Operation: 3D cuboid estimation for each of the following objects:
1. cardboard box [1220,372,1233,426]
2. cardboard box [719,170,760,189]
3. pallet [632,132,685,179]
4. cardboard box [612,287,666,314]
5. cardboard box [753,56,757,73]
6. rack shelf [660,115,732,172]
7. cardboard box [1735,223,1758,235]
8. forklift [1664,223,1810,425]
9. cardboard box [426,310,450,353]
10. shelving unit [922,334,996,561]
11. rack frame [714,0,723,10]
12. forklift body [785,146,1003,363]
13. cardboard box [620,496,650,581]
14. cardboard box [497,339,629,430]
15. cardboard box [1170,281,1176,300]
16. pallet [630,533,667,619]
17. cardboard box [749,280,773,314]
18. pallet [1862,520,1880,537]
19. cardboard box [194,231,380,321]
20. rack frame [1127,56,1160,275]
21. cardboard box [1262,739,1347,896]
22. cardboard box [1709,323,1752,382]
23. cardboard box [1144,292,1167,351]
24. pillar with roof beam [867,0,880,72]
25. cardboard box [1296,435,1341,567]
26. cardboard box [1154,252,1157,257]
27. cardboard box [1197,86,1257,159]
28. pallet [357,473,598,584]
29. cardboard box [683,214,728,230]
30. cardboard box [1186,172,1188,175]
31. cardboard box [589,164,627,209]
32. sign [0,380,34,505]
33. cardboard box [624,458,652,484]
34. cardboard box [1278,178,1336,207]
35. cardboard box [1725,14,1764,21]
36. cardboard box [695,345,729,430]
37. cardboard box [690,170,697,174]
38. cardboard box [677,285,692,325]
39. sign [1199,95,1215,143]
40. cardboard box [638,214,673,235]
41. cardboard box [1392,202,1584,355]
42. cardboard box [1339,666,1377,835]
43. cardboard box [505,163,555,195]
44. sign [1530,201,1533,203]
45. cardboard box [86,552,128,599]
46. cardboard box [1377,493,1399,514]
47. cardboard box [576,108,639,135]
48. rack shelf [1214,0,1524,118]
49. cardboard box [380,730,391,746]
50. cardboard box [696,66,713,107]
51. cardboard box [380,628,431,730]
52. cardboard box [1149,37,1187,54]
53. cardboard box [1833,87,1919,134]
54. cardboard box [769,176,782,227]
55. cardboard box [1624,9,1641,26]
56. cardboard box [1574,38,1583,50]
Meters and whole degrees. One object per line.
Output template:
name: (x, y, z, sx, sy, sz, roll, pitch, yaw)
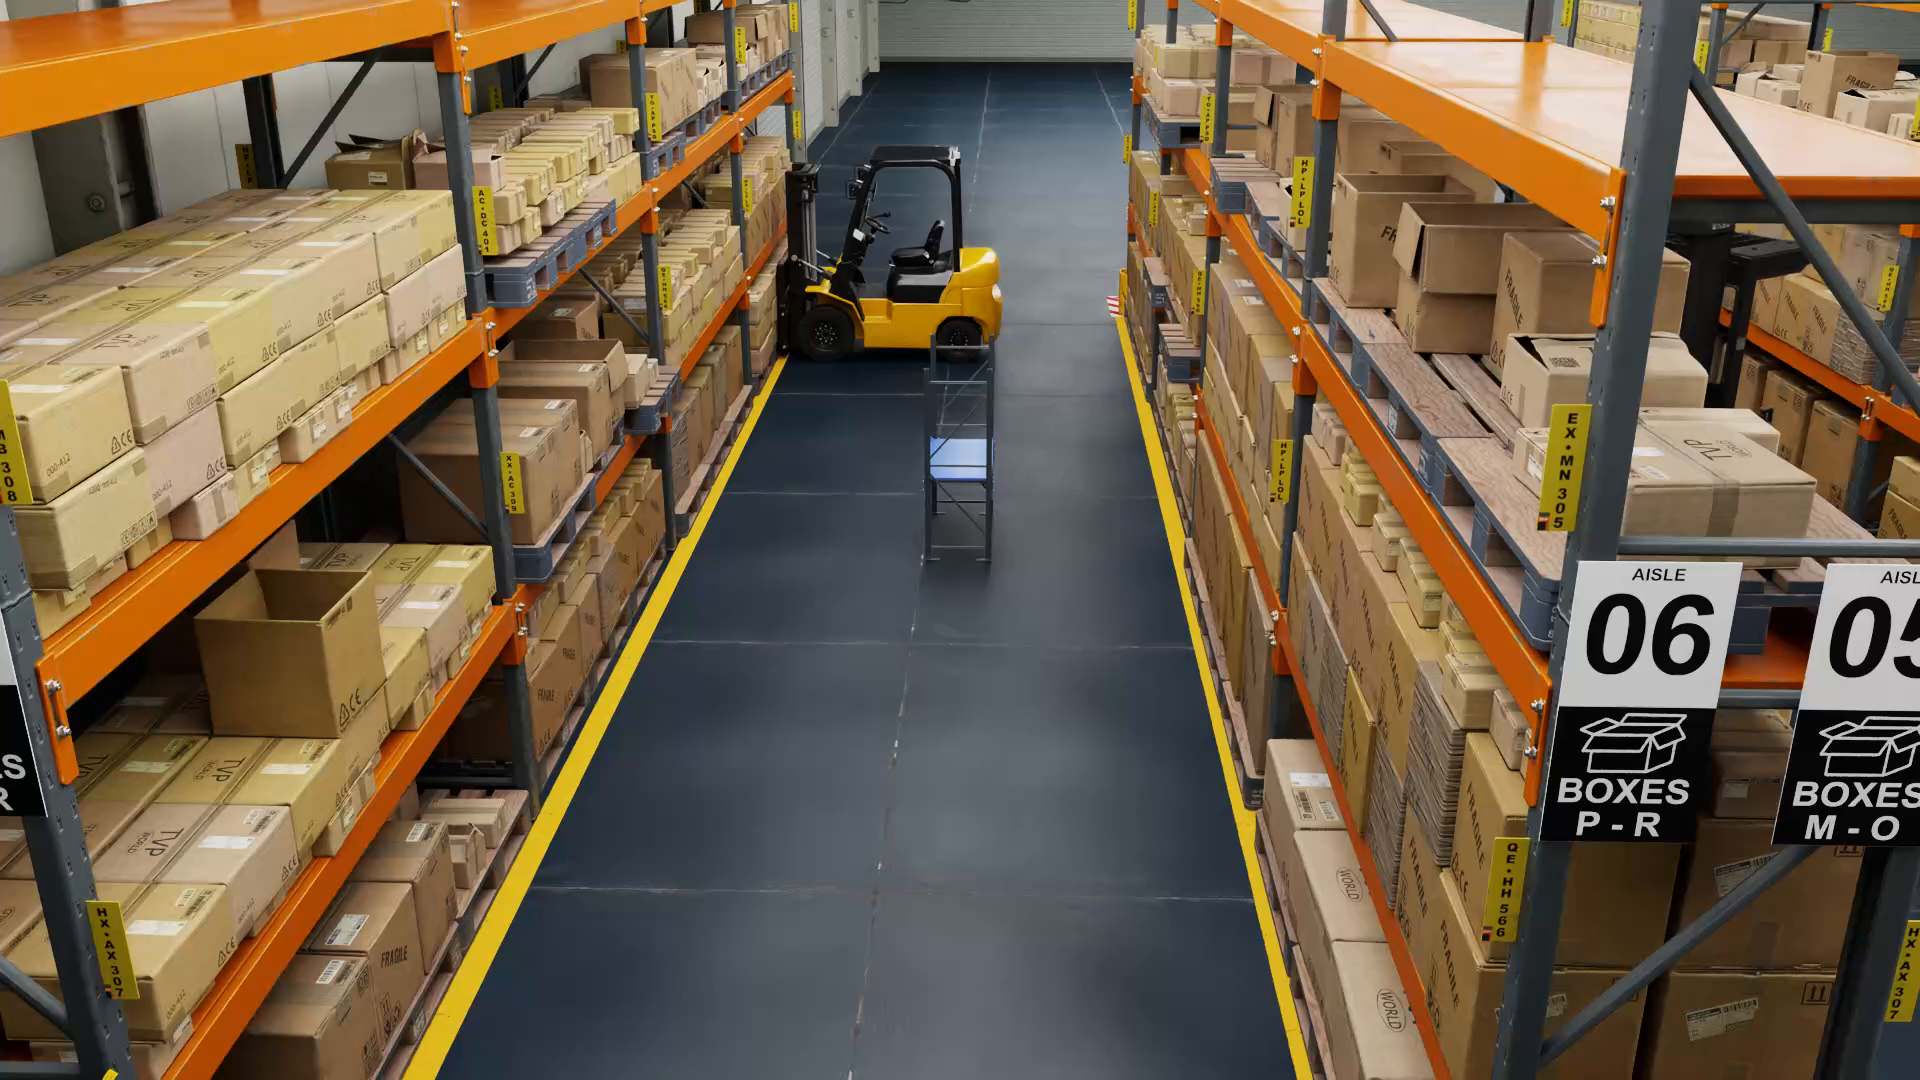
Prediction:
cardboard box: (1.960, -0.898, 10.712, 0.500, 0.250, 0.500, 1, 21, 1)
cardboard box: (-2.240, -3.661, 16.871, 0.380, 0.149, 0.250, 1, 21, 3)
pallet: (-2.764, -2.892, 12.449, 1.213, 0.211, 1.003, 2, 21, 4)
cardboard box: (-2.391, -1.796, 12.476, 0.380, 0.149, 0.250, 1, 21, 3)
cardboard box: (-2.233, -4.742, 16.585, 0.380, 0.149, 0.250, 1, 21, 3)
rack shelf: (-2.634, -3.212, 13.739, 0.919, 0.124, 3.809, 1, 21, 2)
cardboard box: (7.316, -2.857, 14.726, 0.700, 0.500, 0.500, 0, 21, 1)
forklift: (5.160, -1.116, 11.853, 3.031, 2.935, 1.130, -13, 25, -30)
cardboard box: (-2.543, -0.948, 7.527, 0.380, 0.149, 0.250, 1, 21, 1)
shelving unit: (0.003, -0.730, 12.837, 0.538, 1.500, 1.048, 1, 21, 2)
rack frame: (-2.448, -7.024, 18.692, 0.949, 2.616, 0.053, 1, 21, 2)
forklift body: (-0.686, -3.126, 18.113, 2.313, 2.155, 1.214, 1, 21, 2)
cardboard box: (-2.519, -0.029, 11.833, 0.500, 0.500, 0.500, 0, 21, 1)
cardboard box: (-2.560, -0.987, 10.702, 0.797, 0.503, 0.637, 0, 21, 0)
cardboard box: (1.988, -2.139, 14.163, 0.380, 0.149, 0.250, 1, 21, 4)
pallet: (-2.755, 0.235, 12.133, 1.003, 0.211, 1.213, 1, 21, 2)
cardboard box: (-2.219, -2.518, 17.209, 0.500, 0.250, 0.500, 1, 21, 2)
pallet: (7.317, -0.248, 13.376, 1.003, 0.211, 1.213, 1, 21, 2)
cardboard box: (-2.622, -1.037, 6.514, 0.500, 0.250, 0.500, 1, 21, 3)
rack frame: (2.510, -4.174, 19.640, 1.000, 3.000, 0.127, 1, 21, 2)
cardboard box: (2.019, 1.389, 8.264, 0.875, 0.438, 0.875, 0, 21, 1)
cardboard box: (7.410, -1.632, 15.617, 1.050, 0.750, 0.750, 1, 21, 1)
cardboard box: (2.138, -2.208, 16.758, 0.500, 0.500, 0.500, 0, 21, 1)
pillar with roof beam: (1.842, -17.582, 45.903, 9.100, 9.000, 0.400, 1, 21, 2)
cardboard box: (1.888, -0.179, 7.822, 0.500, 0.500, 0.500, 1, 21, 2)
cardboard box: (2.093, -2.730, 16.267, 0.380, 0.149, 0.250, 0, 21, 1)
cardboard box: (2.285, -3.280, 13.047, 0.797, 0.503, 0.637, 1, 21, 2)
pallet: (-2.683, -0.087, 9.372, 1.003, 0.211, 1.213, 1, 21, 2)
cardboard box: (-2.351, -2.911, 15.349, 0.380, 0.149, 0.250, 0, 21, 1)
cardboard box: (2.698, -3.902, 17.007, 0.700, 0.500, 0.500, 0, 21, 0)
cardboard box: (-2.482, -2.294, 10.854, 0.500, 0.250, 0.500, 1, 21, 2)
sign: (-2.396, -0.242, 4.152, 0.100, 0.325, 0.005, 1, 21, 2)
cardboard box: (-2.457, -0.487, 12.114, 0.380, 0.149, 0.250, 0, 21, -1)
cardboard box: (2.053, -2.006, 9.648, 0.380, 0.166, 0.250, 2, 21, 6)
cardboard box: (7.719, -5.102, 16.411, 0.380, 0.149, 0.250, 1, 21, 2)
cardboard box: (-2.609, -1.401, 15.195, 0.875, 0.625, 0.625, 0, 21, 1)
cardboard box: (-2.877, -3.665, 16.882, 0.380, 0.149, 0.250, 0, 21, 1)
cardboard box: (-2.421, -1.837, 13.133, 0.500, 0.250, 0.500, 1, 21, 3)
sign: (1.724, -2.928, 11.567, 0.100, 0.325, 0.005, 1, 21, 2)
cardboard box: (-2.859, -2.909, 15.345, 0.380, 0.149, 0.250, 0, 21, 0)
cardboard box: (2.136, -1.037, 6.545, 0.797, 0.503, 0.637, 2, 21, 6)
cardboard box: (1.812, 0.833, 6.598, 0.500, 0.500, 0.500, 1, 21, 3)
cardboard box: (-2.401, -1.936, 8.943, 0.380, 0.149, 0.250, 0, 21, 1)
sign: (2.700, -1.506, 7.794, 0.100, 0.325, 0.005, 1, 21, 2)
cardboard box: (-2.714, 0.068, 4.906, 0.380, 0.149, 0.250, 1, 21, 3)
cardboard box: (1.887, -0.077, 6.664, 0.380, 0.149, 0.250, 1, 21, 1)
cardboard box: (-2.410, -2.861, 11.353, 0.380, 0.149, 0.250, 1, 21, 3)
rack shelf: (2.206, -2.834, 9.439, 1.077, 0.370, 4.000, 1, 21, 2)
cardboard box: (-2.678, 0.814, 7.131, 0.380, 0.149, 0.250, 1, 21, 2)
cardboard box: (-2.375, -3.839, 14.033, 0.500, 0.311, 0.500, 0, 21, 0)
cardboard box: (-2.617, 0.591, 7.156, 0.500, 0.250, 0.500, 0, 21, 1)
cardboard box: (2.131, -5.060, 17.021, 0.380, 0.149, 0.250, 1, 21, 2)
cardboard box: (6.949, -3.244, 12.501, 0.500, 0.311, 0.500, 1, 21, 2)
cardboard box: (-2.244, -3.721, 18.333, 0.500, 0.500, 0.500, 0, 21, 1)
cardboard box: (7.085, -5.383, 17.134, 0.380, 0.149, 0.250, 1, 21, 2)
cardboard box: (7.130, -5.560, 18.693, 0.380, 0.149, 0.250, 1, 21, 2)
